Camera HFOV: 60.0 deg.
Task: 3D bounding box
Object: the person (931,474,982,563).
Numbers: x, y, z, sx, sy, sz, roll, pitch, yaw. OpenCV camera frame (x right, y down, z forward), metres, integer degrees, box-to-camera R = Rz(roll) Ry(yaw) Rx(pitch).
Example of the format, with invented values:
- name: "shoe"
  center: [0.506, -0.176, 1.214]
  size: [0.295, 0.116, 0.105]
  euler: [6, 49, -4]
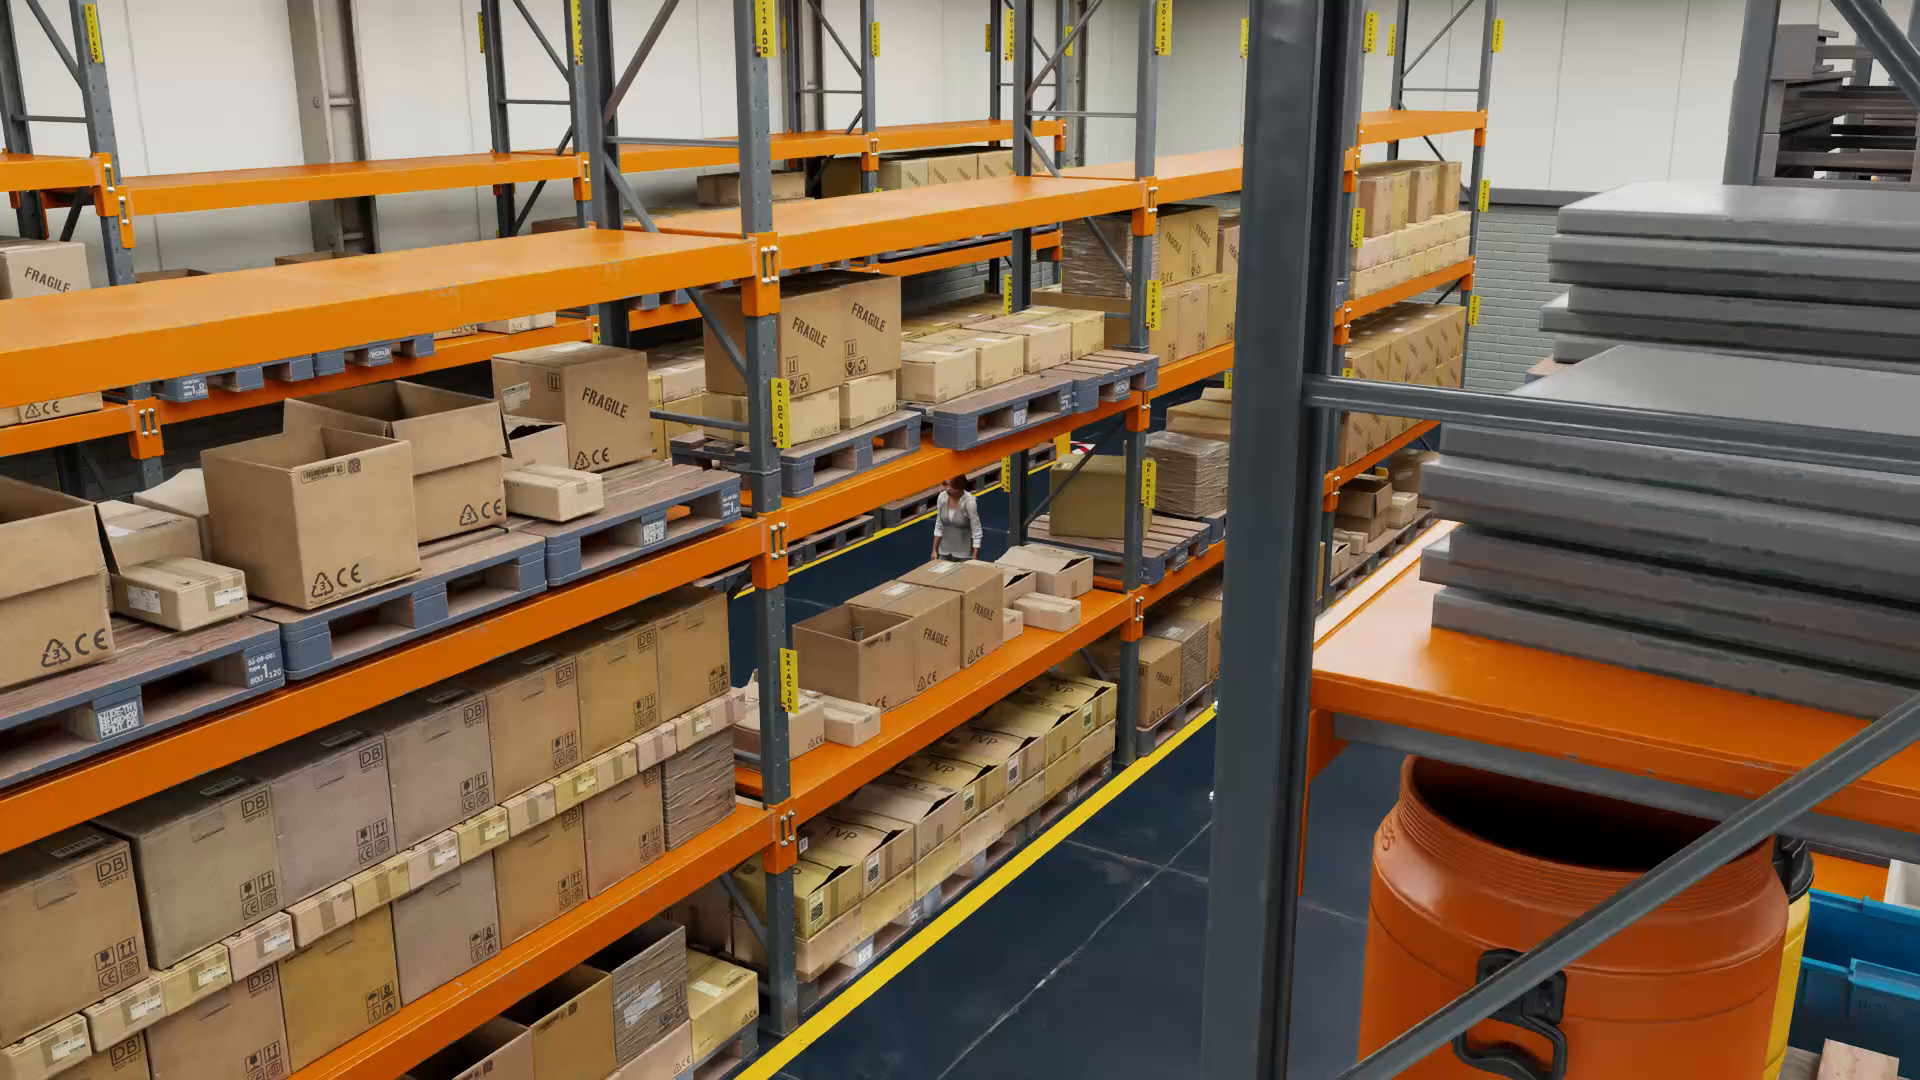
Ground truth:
- name: "person"
  center: [-0.026, 0.203, 14.071]
  size: [0.461, 1.478, 0.343]
  euler: [10, 19, 31]
